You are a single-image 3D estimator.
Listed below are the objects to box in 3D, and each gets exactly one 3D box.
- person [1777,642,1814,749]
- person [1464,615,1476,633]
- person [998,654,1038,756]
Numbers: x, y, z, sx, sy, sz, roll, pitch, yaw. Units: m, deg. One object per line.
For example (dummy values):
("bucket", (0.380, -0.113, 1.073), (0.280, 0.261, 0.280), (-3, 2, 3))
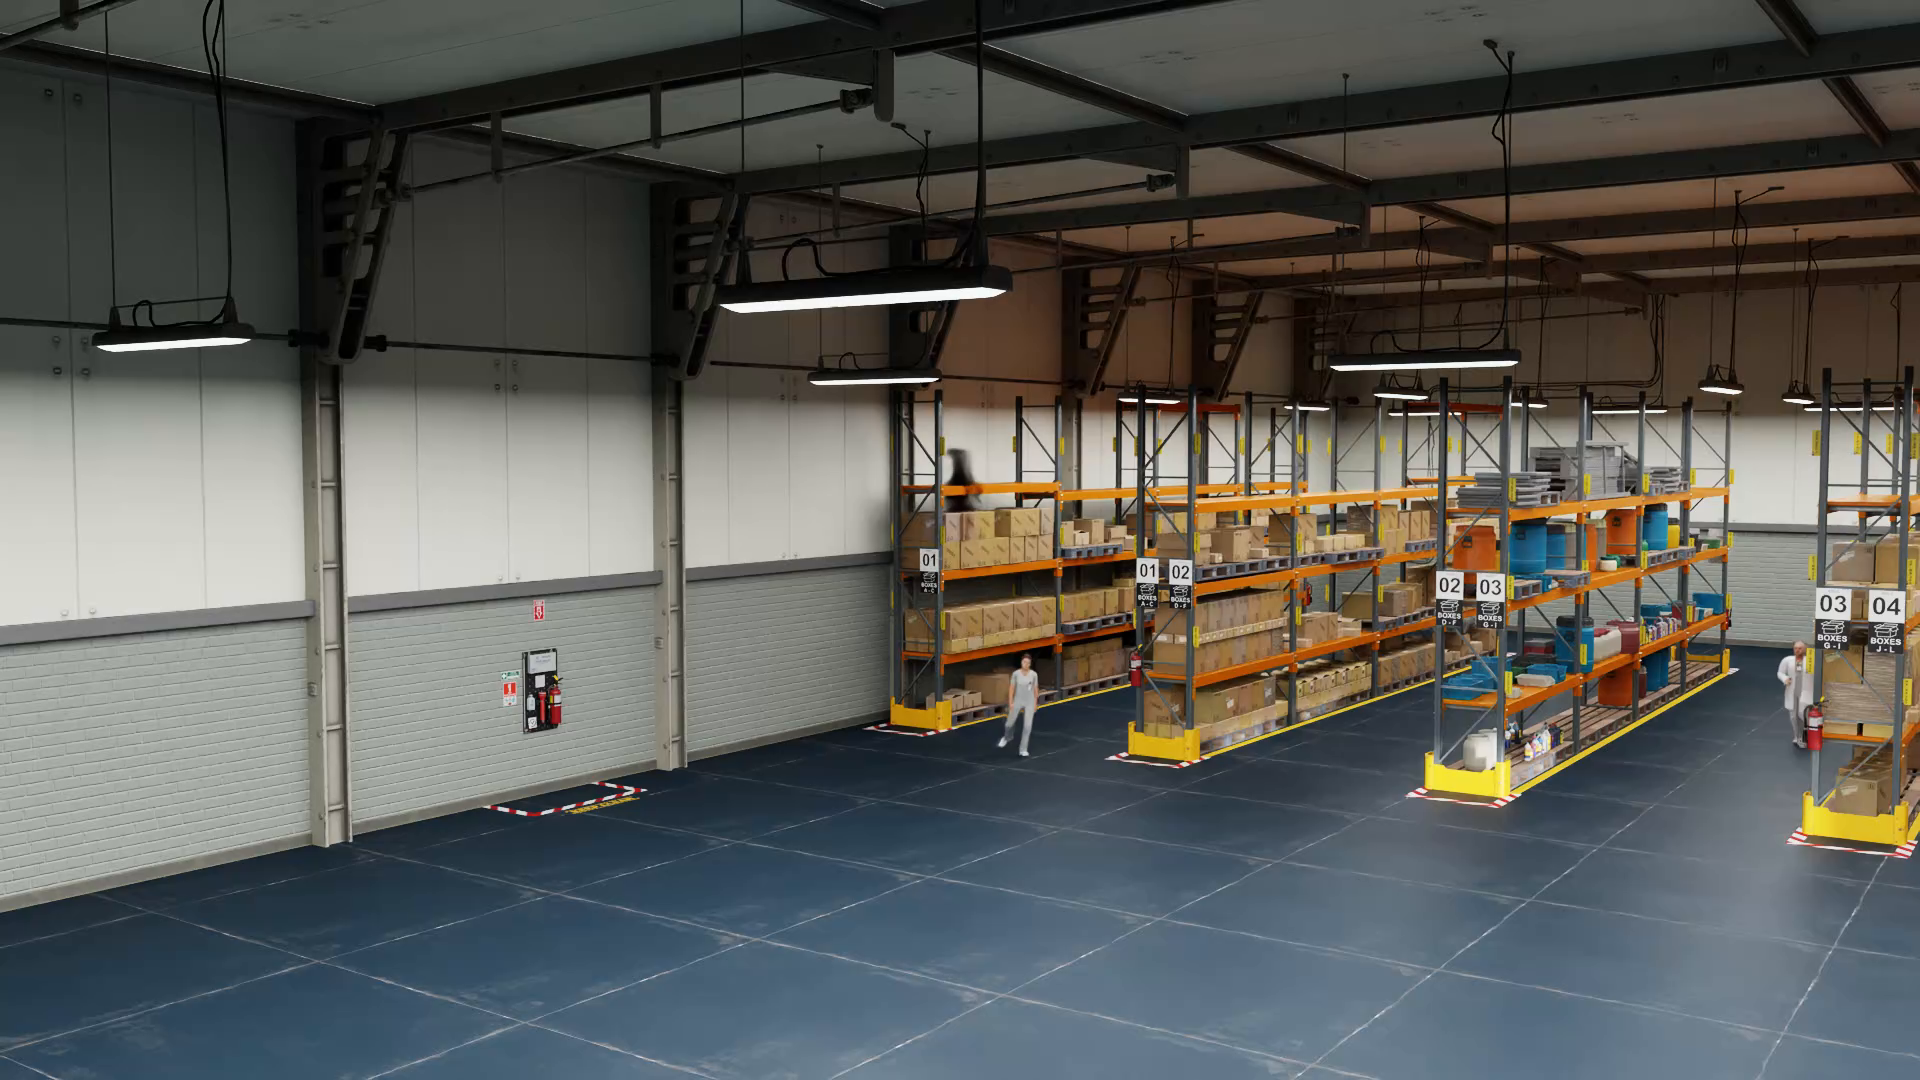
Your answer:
("person", (13.919, 2.570, 27.560), (0.689, 1.780, 0.845), (2, 4, 37))
("person", (13.111, 1.737, 42.244), (0.688, 1.823, 0.864), (-1, 3, -13))
("person", (0.943, 2.651, 26.971), (0.640, 1.647, 0.577), (0, 3, 1))
